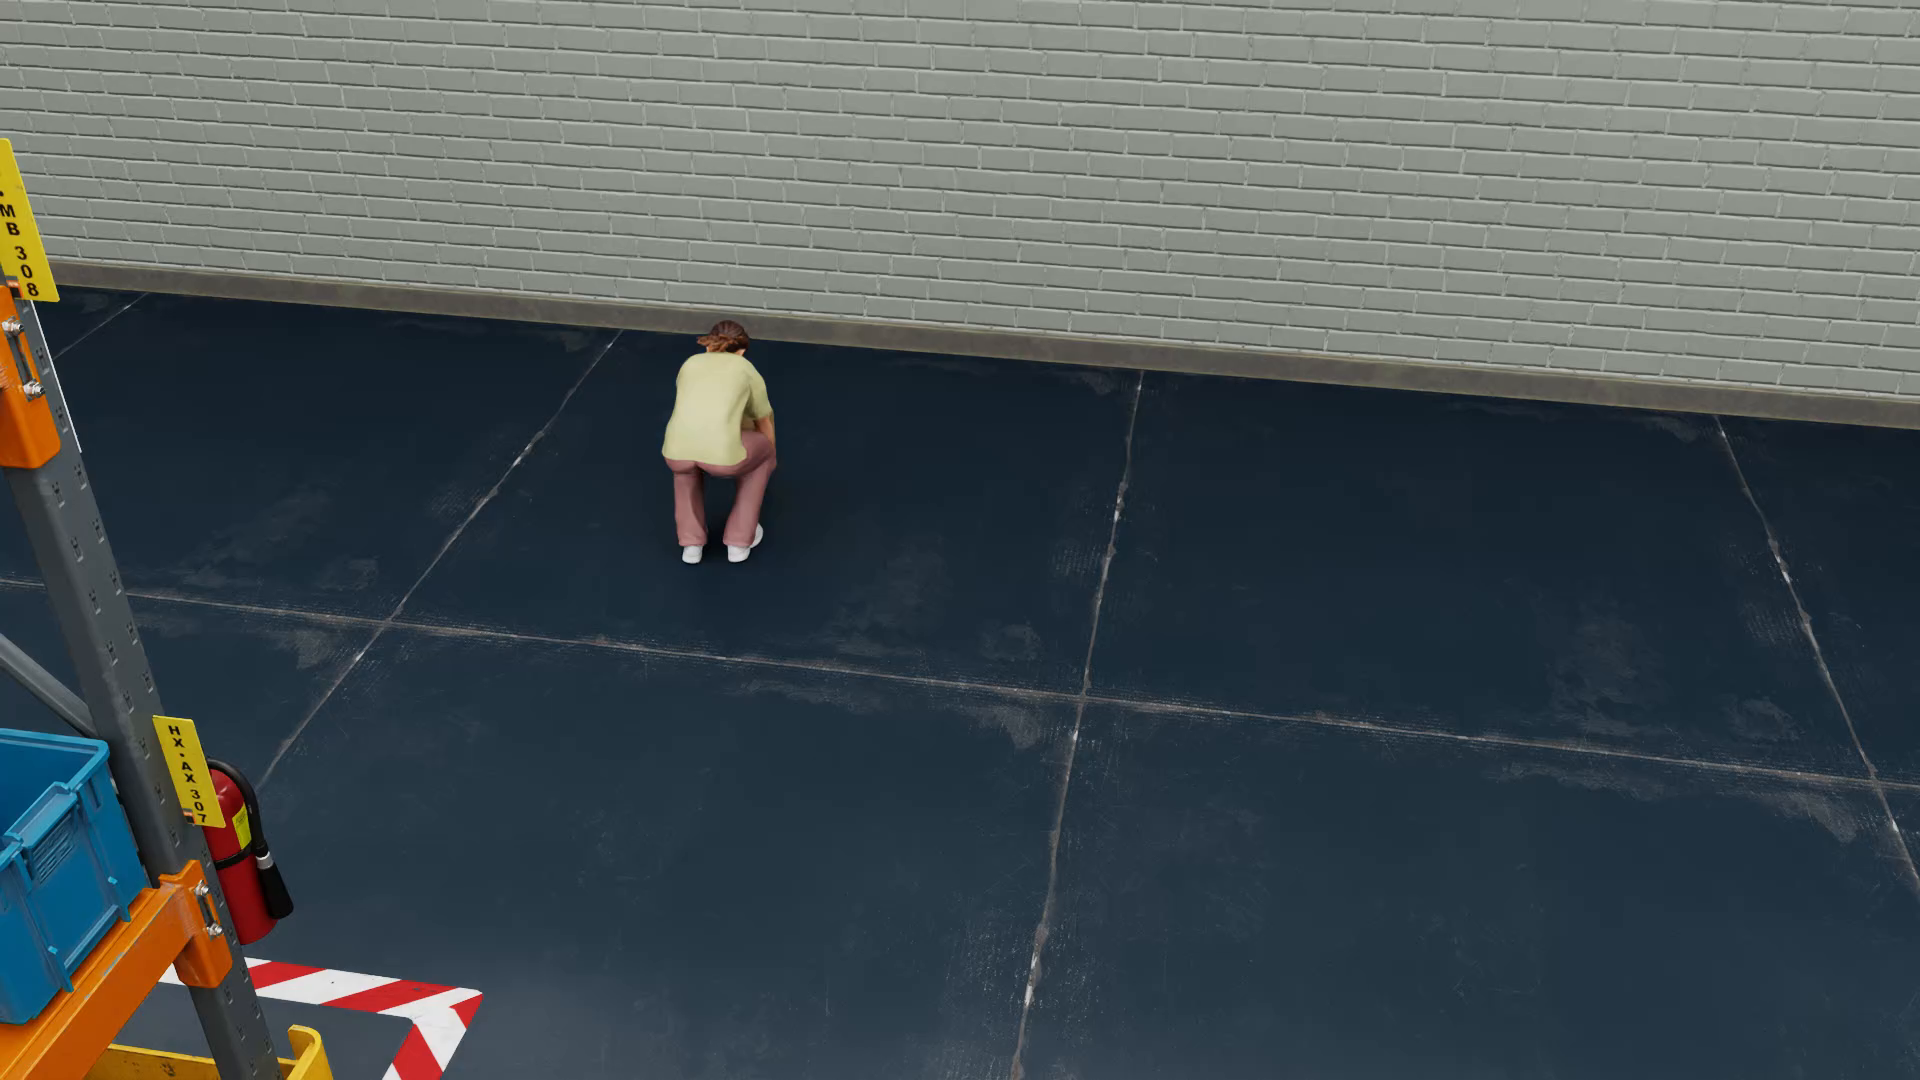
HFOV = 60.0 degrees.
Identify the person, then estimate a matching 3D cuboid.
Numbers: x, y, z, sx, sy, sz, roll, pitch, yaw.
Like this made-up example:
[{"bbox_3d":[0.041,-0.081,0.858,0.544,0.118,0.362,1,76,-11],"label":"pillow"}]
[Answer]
[{"bbox_3d":[-1.081,-0.428,7.487,0.469,0.950,0.852,4,33,6],"label":"person"}]
